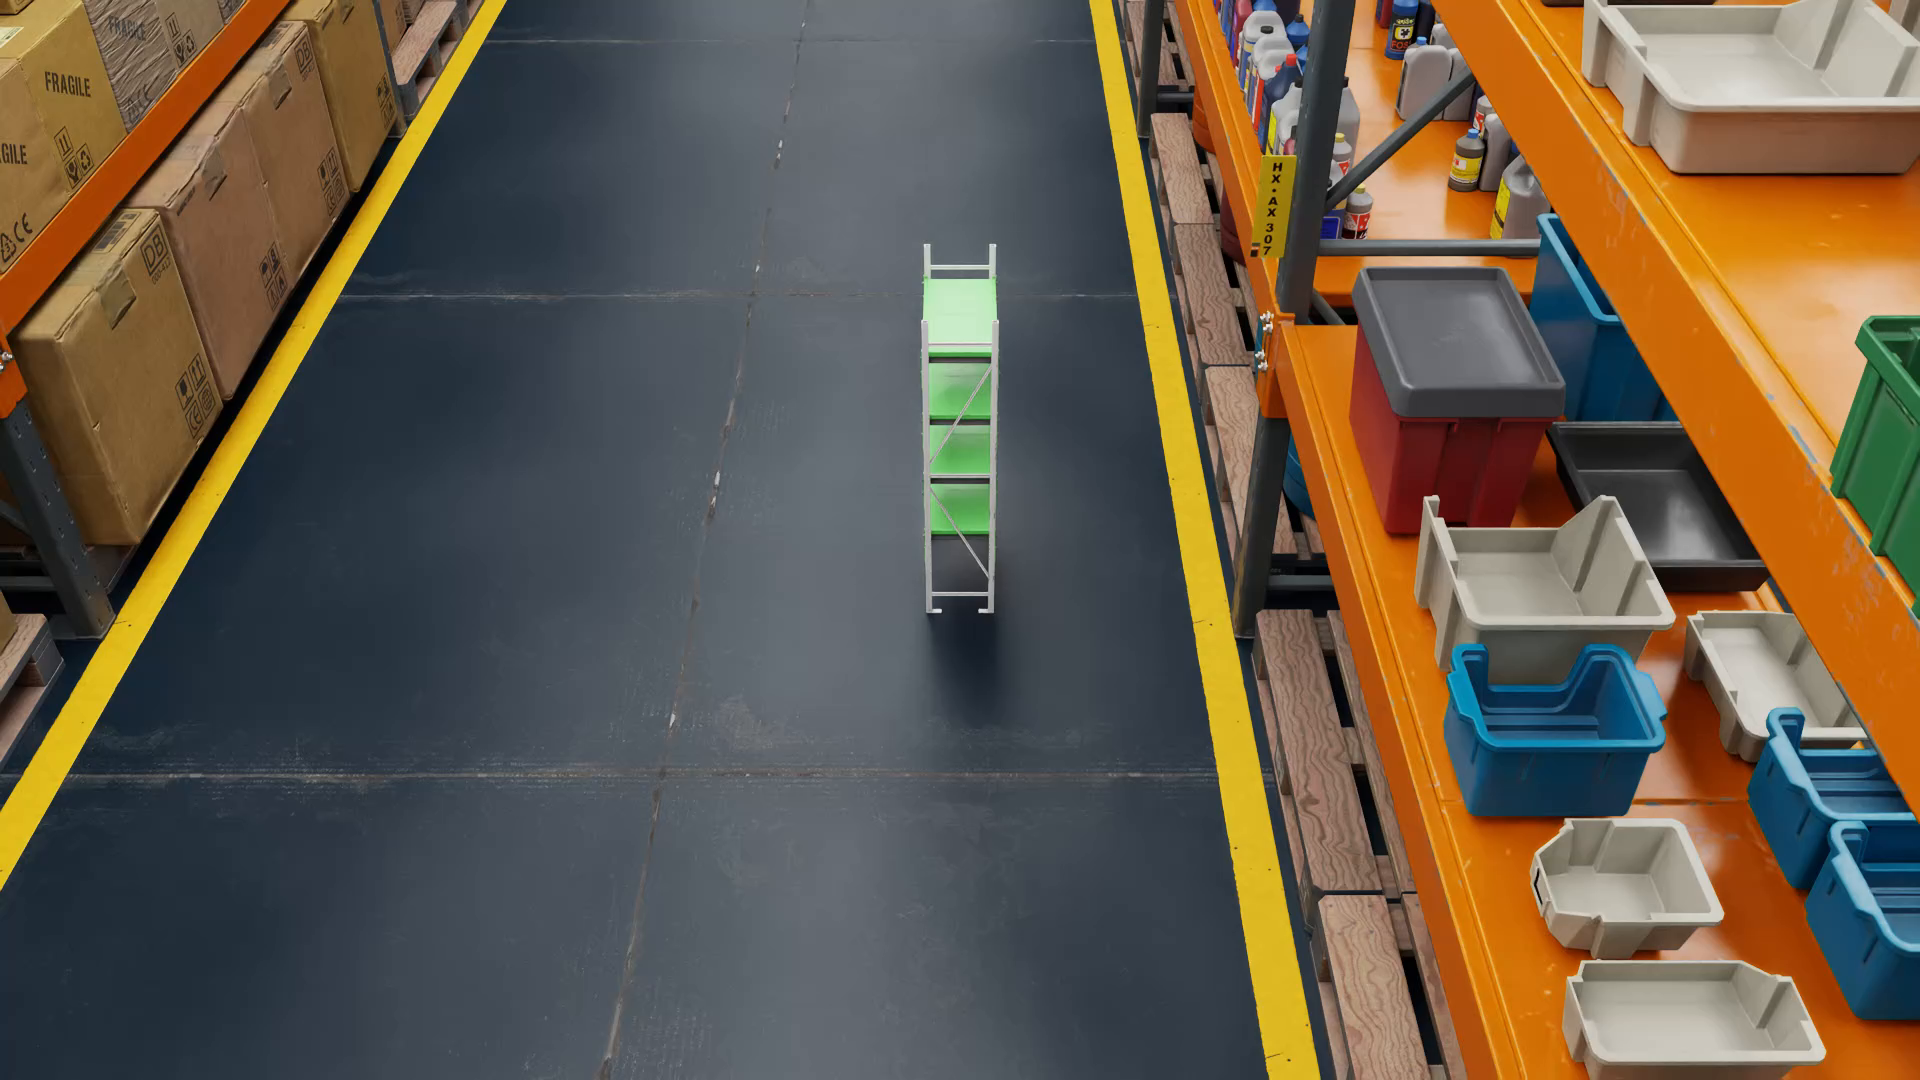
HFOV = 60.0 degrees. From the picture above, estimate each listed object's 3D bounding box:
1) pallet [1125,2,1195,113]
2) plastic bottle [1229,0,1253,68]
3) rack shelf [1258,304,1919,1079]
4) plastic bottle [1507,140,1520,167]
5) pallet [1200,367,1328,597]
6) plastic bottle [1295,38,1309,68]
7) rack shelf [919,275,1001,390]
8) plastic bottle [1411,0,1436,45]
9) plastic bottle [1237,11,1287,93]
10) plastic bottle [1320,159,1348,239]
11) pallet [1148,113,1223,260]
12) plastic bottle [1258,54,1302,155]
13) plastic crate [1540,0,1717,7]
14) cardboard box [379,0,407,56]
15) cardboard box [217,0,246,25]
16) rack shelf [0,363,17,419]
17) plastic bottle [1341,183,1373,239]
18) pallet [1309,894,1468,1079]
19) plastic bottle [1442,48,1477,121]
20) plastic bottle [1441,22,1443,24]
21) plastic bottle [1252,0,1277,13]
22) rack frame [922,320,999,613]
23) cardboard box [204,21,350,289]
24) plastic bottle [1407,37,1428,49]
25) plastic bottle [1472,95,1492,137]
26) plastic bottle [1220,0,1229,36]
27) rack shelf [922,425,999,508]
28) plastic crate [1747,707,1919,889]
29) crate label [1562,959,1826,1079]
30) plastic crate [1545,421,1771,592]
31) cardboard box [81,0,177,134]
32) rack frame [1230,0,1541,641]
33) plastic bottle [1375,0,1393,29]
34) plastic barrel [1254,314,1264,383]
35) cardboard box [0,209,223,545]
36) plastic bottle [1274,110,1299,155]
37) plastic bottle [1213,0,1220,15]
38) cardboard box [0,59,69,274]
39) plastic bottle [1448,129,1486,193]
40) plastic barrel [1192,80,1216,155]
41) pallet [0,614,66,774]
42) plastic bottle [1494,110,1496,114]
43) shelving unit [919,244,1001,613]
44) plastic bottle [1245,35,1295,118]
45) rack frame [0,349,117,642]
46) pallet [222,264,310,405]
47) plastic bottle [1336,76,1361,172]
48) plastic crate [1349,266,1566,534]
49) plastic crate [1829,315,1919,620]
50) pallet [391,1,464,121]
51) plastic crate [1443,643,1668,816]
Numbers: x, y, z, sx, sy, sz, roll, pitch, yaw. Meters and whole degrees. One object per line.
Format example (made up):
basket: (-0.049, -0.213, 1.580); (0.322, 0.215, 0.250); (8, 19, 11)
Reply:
pallet: (1.494, -2.756, 9.520); (1.003, 0.211, 1.213); (0, 39, 0)
plastic bottle: (1.089, -1.977, 6.411); (0.061, 0.283, 0.133); (0, 39, 0)
rack shelf: (1.463, 0.673, 3.587); (1.077, 0.370, 4.000); (0, 39, 0)
plastic bottle: (1.868, -1.254, 5.519); (0.097, 0.271, 0.097); (0, 39, 0)
pallet: (1.501, -0.253, 6.397); (1.003, 0.211, 1.213); (0, 39, 0)
plastic bottle: (1.260, -1.694, 6.068); (0.097, 0.271, 0.097); (0, 39, 0)
rack shelf: (0.000, -0.689, 5.485); (0.258, 0.148, 0.480); (0, 39, 0)
plastic bottle: (1.843, -2.075, 6.479); (0.144, 0.351, 0.185); (0, 39, 0)
plastic bottle: (1.135, -1.829, 6.233); (0.152, 0.276, 0.135); (0, 39, 0)
plastic bottle: (1.137, -1.056, 5.268); (0.152, 0.276, 0.135); (0, 39, 0)
pallet: (1.498, -1.779, 8.301); (1.003, 0.211, 1.213); (0, 39, 0)
plastic bottle: (1.132, -1.529, 5.799); (0.144, 0.351, 0.185); (0, 39, 0)
plastic crate: (1.188, -1.201, 3.056); (0.497, 0.269, 0.590); (0, 39, 0)
cardboard box: (-3.518, -2.971, 9.206); (0.700, 0.500, 0.500); (-2, 39, -2)
cardboard box: (-3.250, -2.450, 6.829); (0.500, 0.500, 0.500); (-1, 39, -2)
rack shelf: (-3.490, 0.677, 3.582); (1.077, 0.370, 4.000); (0, 39, 0)
plastic bottle: (1.261, -1.039, 5.306); (0.097, 0.201, 0.097); (0, 39, 0)
pallet: (1.504, 1.454, 4.266); (1.003, 0.211, 1.213); (0, 39, 0)
plastic bottle: (1.840, -1.679, 6.045); (0.152, 0.276, 0.135); (0, 39, 0)
plastic bottle: (1.867, -1.894, 6.318); (0.097, 0.271, 0.097); (0, 39, 0)
plastic bottle: (1.168, -1.983, 6.429); (0.097, 0.271, 0.097); (0, 39, 0)
rack frame: (0.000, -0.212, 5.555); (0.240, 1.200, 0.015); (0, 39, 0)
cardboard box: (-3.524, -1.702, 7.338); (1.225, 0.875, 0.875); (0, 39, 0)
plastic bottle: (1.715, -1.783, 6.235); (0.097, 0.201, 0.097); (0, 39, 0)
plastic bottle: (1.867, -1.494, 5.874); (0.097, 0.201, 0.097); (0, 39, 0)
plastic bottle: (1.135, -2.173, 6.662); (0.152, 0.276, 0.135); (0, 39, 0)
rack shelf: (0.000, -0.315, 5.786); (0.258, 0.148, 0.480); (0, 39, 0)
plastic crate: (1.792, 0.519, 3.289); (0.416, 0.233, 0.300); (0, 39, 0)
crate label: (1.272, 0.857, 2.944); (0.396, 0.136, 0.243); (0, 39, 0)
plastic crate: (1.730, -0.075, 4.117); (0.437, 0.125, 0.590); (0, 39, 0)
cardboard box: (-3.245, -1.809, 6.029); (0.500, 0.500, 0.500); (-1, 39, -1)
rack frame: (1.460, -0.858, 4.922); (1.000, 3.000, 0.127); (0, 39, 0)
plastic bottle: (1.740, -2.231, 6.729); (0.061, 0.283, 0.133); (0, 39, 0)
plastic barrel: (1.476, -0.986, 6.424); (0.600, 0.901, 0.708); (0, 39, 0)
cardboard box: (-3.513, -0.590, 5.950); (1.225, 0.875, 0.875); (0, 39, 0)
plastic bottle: (1.136, -1.285, 5.554); (0.152, 0.276, 0.135); (0, 39, 0)
plastic bottle: (1.089, -2.321, 6.841); (0.061, 0.283, 0.133); (0, 39, 0)
cardboard box: (-3.243, -1.182, 5.246); (0.500, 0.500, 0.500); (0, 39, 0)
plastic bottle: (1.716, -1.288, 5.617); (0.097, 0.201, 0.097); (0, 39, 0)
plastic barrel: (1.473, -2.371, 8.209); (0.600, 0.830, 0.708); (0, 39, 0)
pallet: (-3.570, 0.709, 5.197); (1.003, 0.211, 1.213); (0, 39, 0)
plastic bottle: (1.868, -1.399, 5.700); (0.097, 0.271, 0.097); (0, 39, 0)
shelving unit: (0.000, -0.365, 5.746); (0.258, 1.200, 0.503); (0, 39, 0)
plastic bottle: (1.135, -1.684, 6.052); (0.152, 0.276, 0.135); (0, 39, 0)
rack frame: (-3.493, -0.855, 4.918); (1.000, 3.000, 0.127); (0, 39, 0)
pallet: (-3.573, -1.014, 7.346); (1.003, 0.211, 1.213); (0, 39, 0)
plastic bottle: (1.276, -1.414, 5.655); (0.144, 0.351, 0.185); (0, 39, 0)
plastic crate: (1.211, -0.348, 4.187); (0.402, 0.464, 0.583); (0, 39, 0)
plastic crate: (1.178, -0.061, 1.699); (0.450, 0.188, 0.336); (0, 39, 0)
pallet: (-3.497, -2.757, 9.521); (1.003, 0.211, 1.213); (0, 39, 0)
plastic crate: (1.206, 0.401, 3.437); (0.416, 0.233, 0.300); (0, 39, 0)
